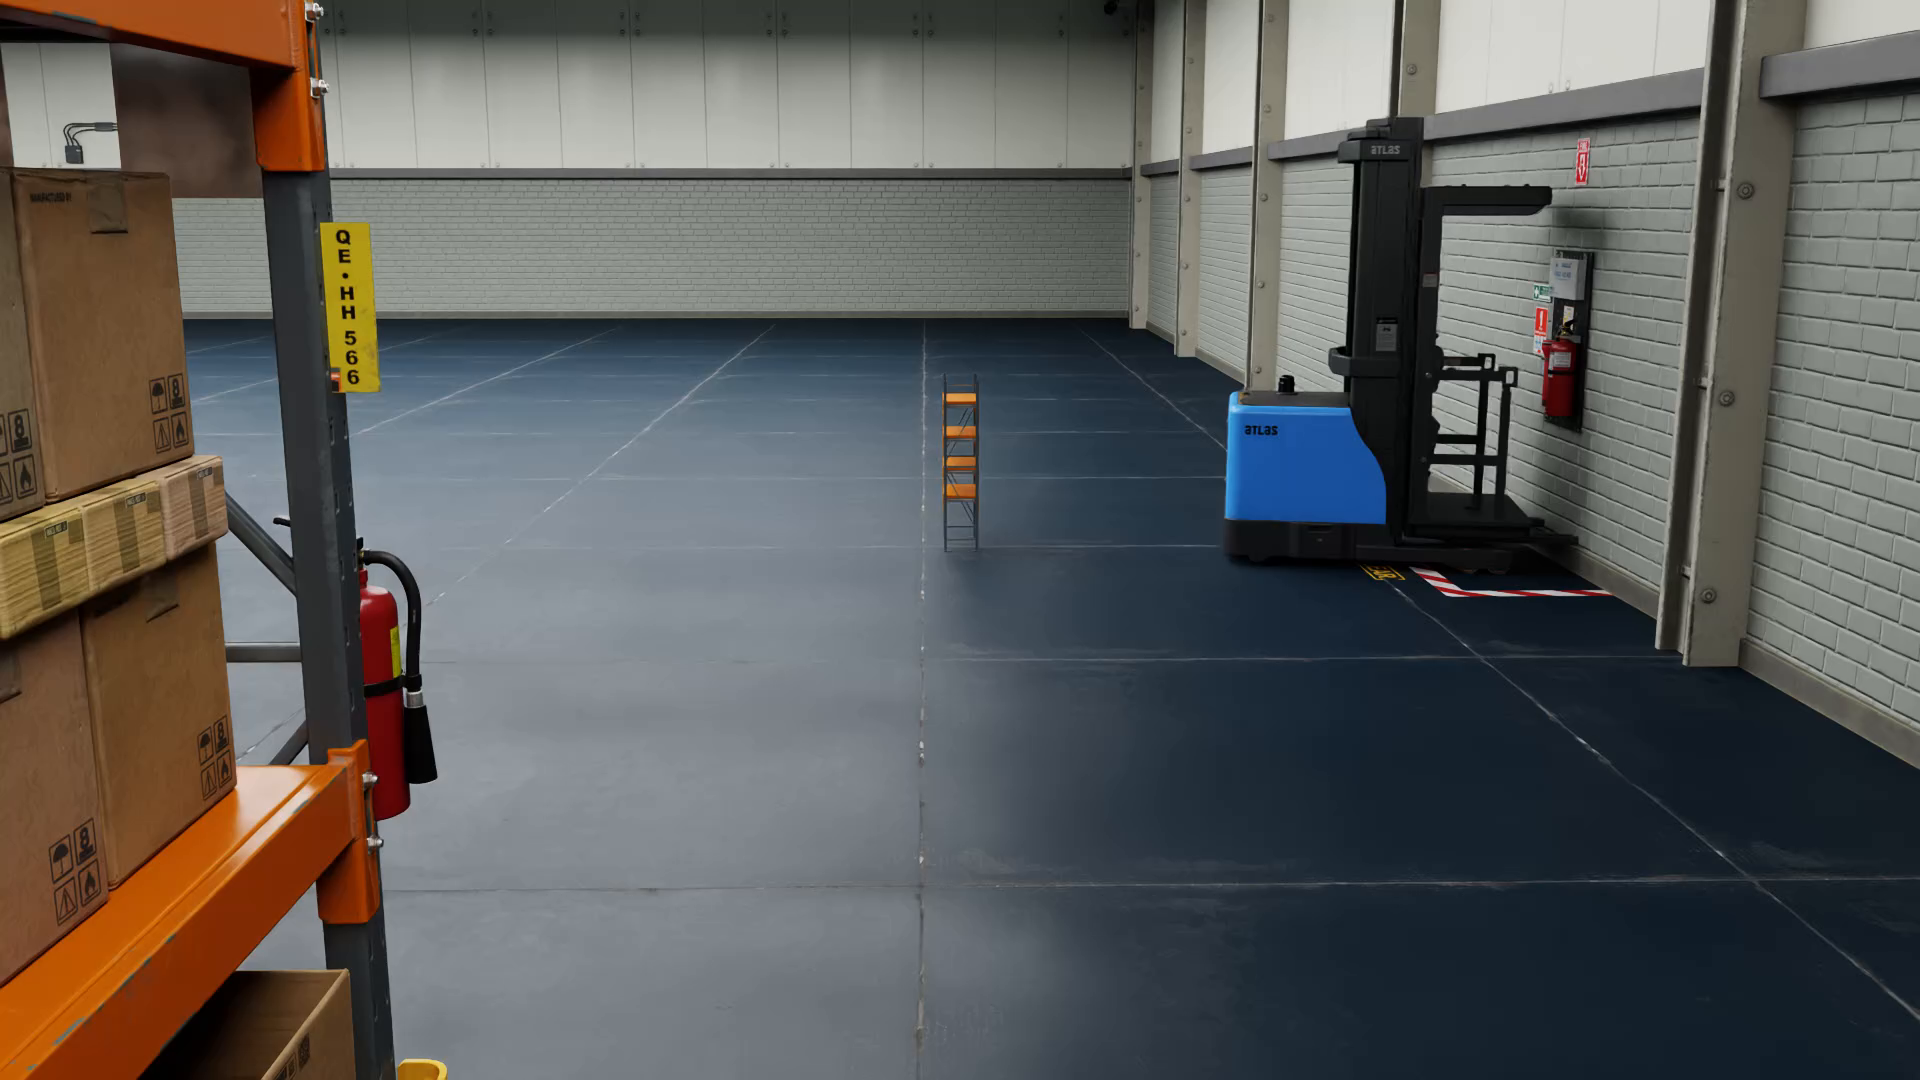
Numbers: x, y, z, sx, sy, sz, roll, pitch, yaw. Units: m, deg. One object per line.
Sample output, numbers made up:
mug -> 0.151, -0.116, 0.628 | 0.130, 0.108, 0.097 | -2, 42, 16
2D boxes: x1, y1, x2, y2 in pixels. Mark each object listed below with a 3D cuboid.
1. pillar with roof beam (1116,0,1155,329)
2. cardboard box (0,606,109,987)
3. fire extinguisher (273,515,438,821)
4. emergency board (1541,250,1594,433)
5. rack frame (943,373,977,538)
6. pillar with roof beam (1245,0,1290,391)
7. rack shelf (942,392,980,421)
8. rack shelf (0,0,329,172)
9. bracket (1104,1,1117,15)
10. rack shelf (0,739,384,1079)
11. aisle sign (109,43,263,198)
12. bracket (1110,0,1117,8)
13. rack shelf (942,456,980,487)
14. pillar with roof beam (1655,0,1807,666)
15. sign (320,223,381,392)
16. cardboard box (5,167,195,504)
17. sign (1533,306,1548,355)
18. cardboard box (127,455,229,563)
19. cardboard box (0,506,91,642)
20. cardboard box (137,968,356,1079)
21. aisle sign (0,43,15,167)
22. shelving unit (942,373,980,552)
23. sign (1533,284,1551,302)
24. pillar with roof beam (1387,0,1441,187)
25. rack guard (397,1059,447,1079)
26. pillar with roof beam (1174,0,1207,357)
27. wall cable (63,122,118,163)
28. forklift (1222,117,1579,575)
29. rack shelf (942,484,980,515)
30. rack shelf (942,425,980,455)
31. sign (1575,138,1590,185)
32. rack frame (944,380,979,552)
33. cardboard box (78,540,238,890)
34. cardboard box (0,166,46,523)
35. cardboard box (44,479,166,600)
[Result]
pillar with roof beam -> -0.817, -8.537, 31.504 | 9.100, 9.000, 0.548 | 0, 11, -1
cardboard box -> -1.712, 0.383, 2.375 | 0.700, 0.500, 0.500 | 0, 11, 0
fire extinguisher -> -1.263, 0.247, 3.490 | 0.296, 0.674, 0.183 | 0, 11, -1
emergency board -> 3.970, -1.335, 11.094 | 0.194, 1.169, 0.643 | 0, 11, -1
rack frame -> -0.002, -0.604, 12.017 | 0.240, 1.200, 0.015 | 0, 11, -1
pillar with roof beam -> -0.569, -6.151, 19.746 | 9.100, 9.000, 0.400 | 0, 11, -1
rack shelf -> 0.003, -0.940, 11.699 | 0.258, 0.148, 0.480 | 0, 11, -1
rack shelf -> -1.683, -0.485, 1.171 | 1.077, 0.370, 4.000 | 0, 11, -1
bracket -> 3.075, -10.870, 33.955 | 0.235, 0.232, 0.430 | 0, 11, -1
rack shelf -> -1.683, 0.985, 1.469 | 1.077, 0.370, 4.000 | 0, 11, -1
aisle sign -> -1.432, -1.053, 3.169 | 0.394, 0.787, 0.004 | 0, 11, -1
bracket -> 3.087, -10.753, 33.376 | 0.076, 0.066, 3.189 | 0, 11, -1
rack shelf -> 0.003, -0.489, 11.791 | 0.258, 0.148, 0.480 | 0, 11, -1
pillar with roof beam -> -0.321, -3.766, 7.988 | 9.100, 9.000, 0.400 | 0, 11, -1
sign -> -1.182, -0.448, 3.216 | 0.100, 0.325, 0.005 | 0, 11, -1
cardboard box -> -1.727, -0.347, 2.709 | 0.700, 0.500, 0.500 | 0, 11, -1
sign -> 4.062, -1.463, 11.634 | 0.001, 0.329, 0.234 | 0, 11, -1
cardboard box -> -1.526, -0.057, 2.912 | 0.380, 0.149, 0.250 | 0, 11, -2
cardboard box -> -1.514, 0.046, 2.405 | 0.380, 0.149, 0.250 | 0, 11, -2
cardboard box -> -1.416, 1.114, 2.995 | 0.500, 0.500, 0.500 | 0, 11, -1
aisle sign -> -2.032, -1.051, 3.157 | 0.394, 0.787, 0.004 | 0, 11, -1
shelving unit -> 0.003, -0.555, 11.778 | 0.258, 1.200, 0.503 | 0, 11, -1
sign -> 4.053, -1.721, 11.577 | 0.001, 0.109, 0.331 | 0, 11, -1
pillar with roof beam -> -0.445, -4.958, 13.867 | 9.100, 9.000, 0.400 | 0, 11, -1
rack guard -> -1.725, 1.455, 3.629 | 1.175, 0.500, 0.348 | 0, 11, -1
pillar with roof beam -> -0.693, -7.344, 25.625 | 9.100, 9.000, 0.400 | 0, 11, -1
wall cable -> -17.253, -10.718, 33.705 | 2.305, 6.003, 0.169 | 0, 11, -1
forklift -> 3.348, -1.322, 11.205 | 3.031, 2.935, 1.130 | 2, 12, 9
rack shelf -> 0.003, -0.295, 11.830 | 0.258, 0.148, 0.480 | 0, 11, -1
rack shelf -> 0.003, -0.708, 11.747 | 0.258, 0.148, 0.480 | 0, 11, -1
sign -> 4.070, -2.473, 10.873 | 0.001, 0.298, 0.199 | 0, 11, -1
rack frame -> 0.008, -0.507, 11.539 | 0.240, 1.200, 0.015 | 0, 11, -1
cardboard box -> -1.728, 0.279, 2.889 | 0.700, 0.500, 0.500 | 0, 11, -1
cardboard box -> -1.710, -0.242, 2.193 | 0.700, 0.500, 0.500 | -1, 11, -3
cardboard box -> -1.519, -0.005, 2.656 | 0.380, 0.149, 0.250 | 0, 11, 0
